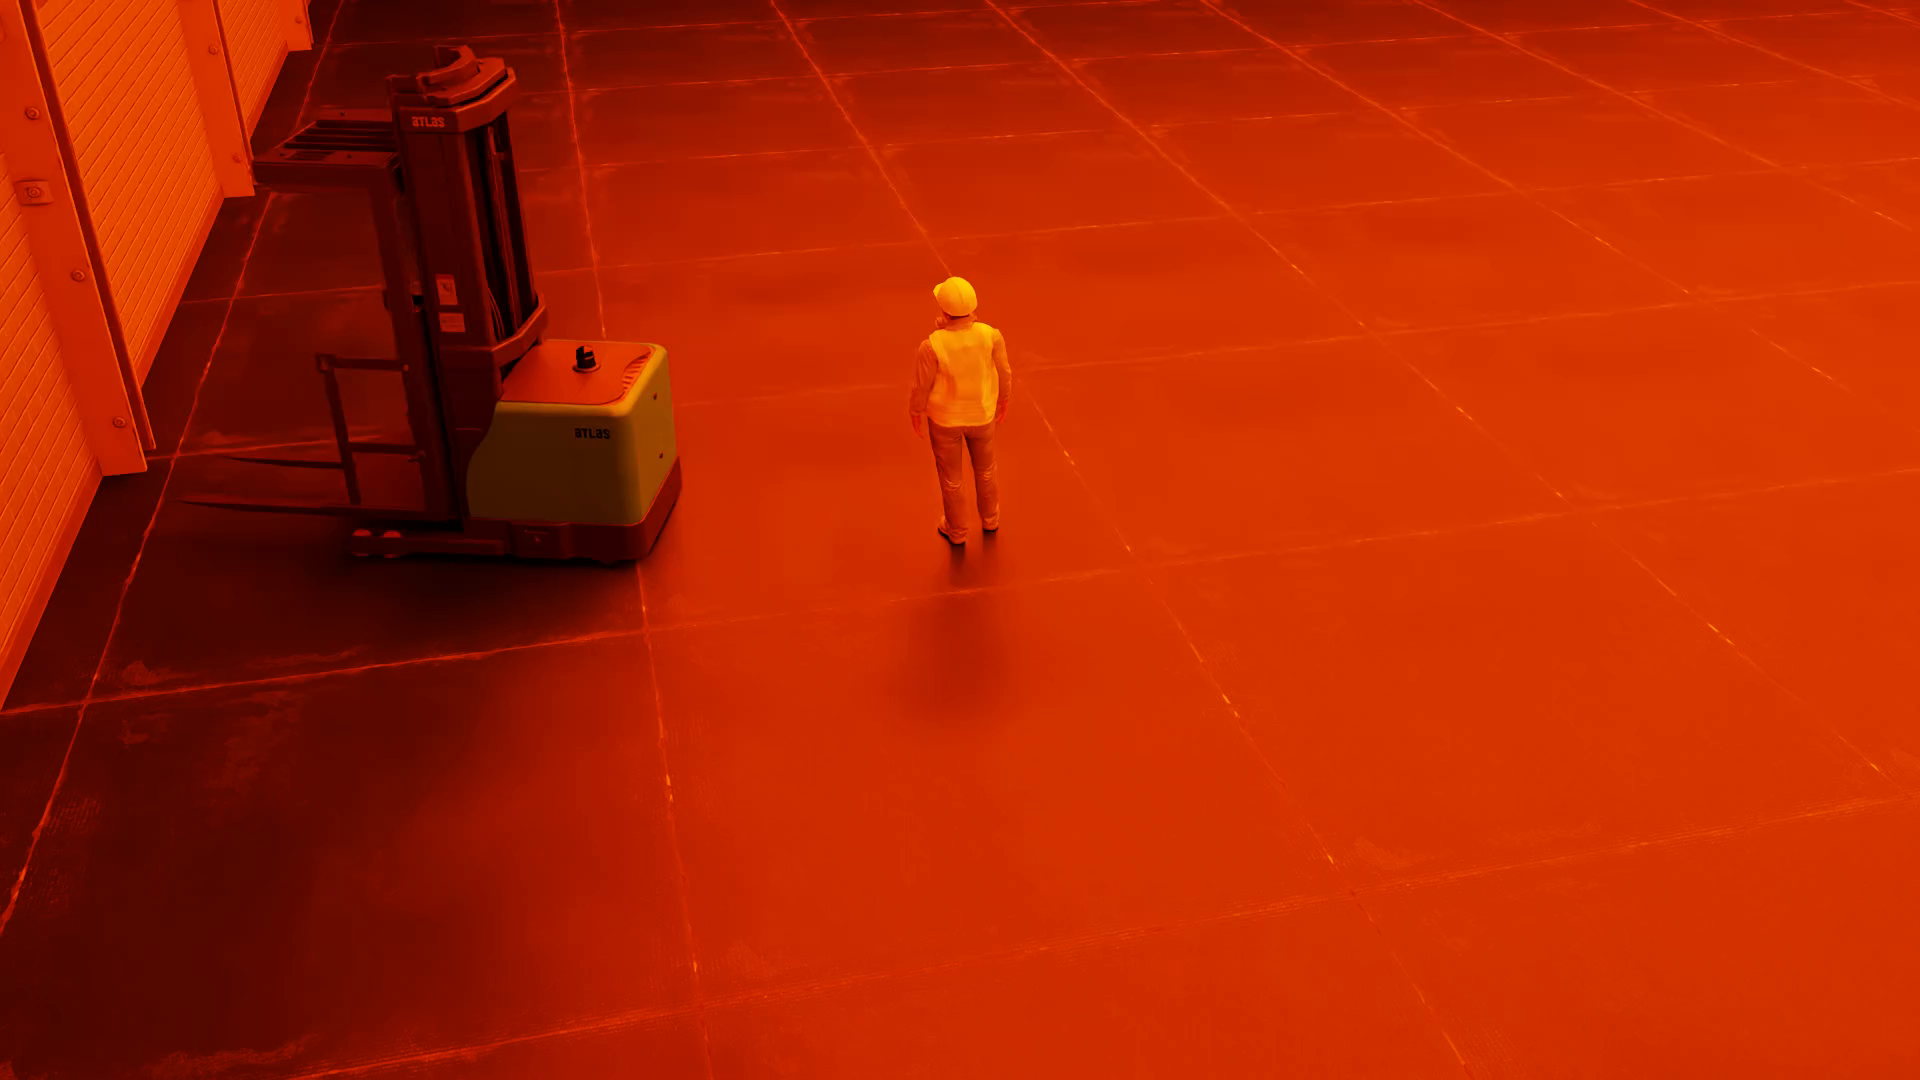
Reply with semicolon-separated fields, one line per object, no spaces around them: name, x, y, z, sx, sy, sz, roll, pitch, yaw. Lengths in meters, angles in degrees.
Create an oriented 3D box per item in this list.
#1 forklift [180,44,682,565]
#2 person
forklift;-3.380;-1.415;10.019;3.031;2.935;1.130;3;30;5
person;-0.008;-0.806;10.106;0.634;1.775;0.566;-7;31;-12
